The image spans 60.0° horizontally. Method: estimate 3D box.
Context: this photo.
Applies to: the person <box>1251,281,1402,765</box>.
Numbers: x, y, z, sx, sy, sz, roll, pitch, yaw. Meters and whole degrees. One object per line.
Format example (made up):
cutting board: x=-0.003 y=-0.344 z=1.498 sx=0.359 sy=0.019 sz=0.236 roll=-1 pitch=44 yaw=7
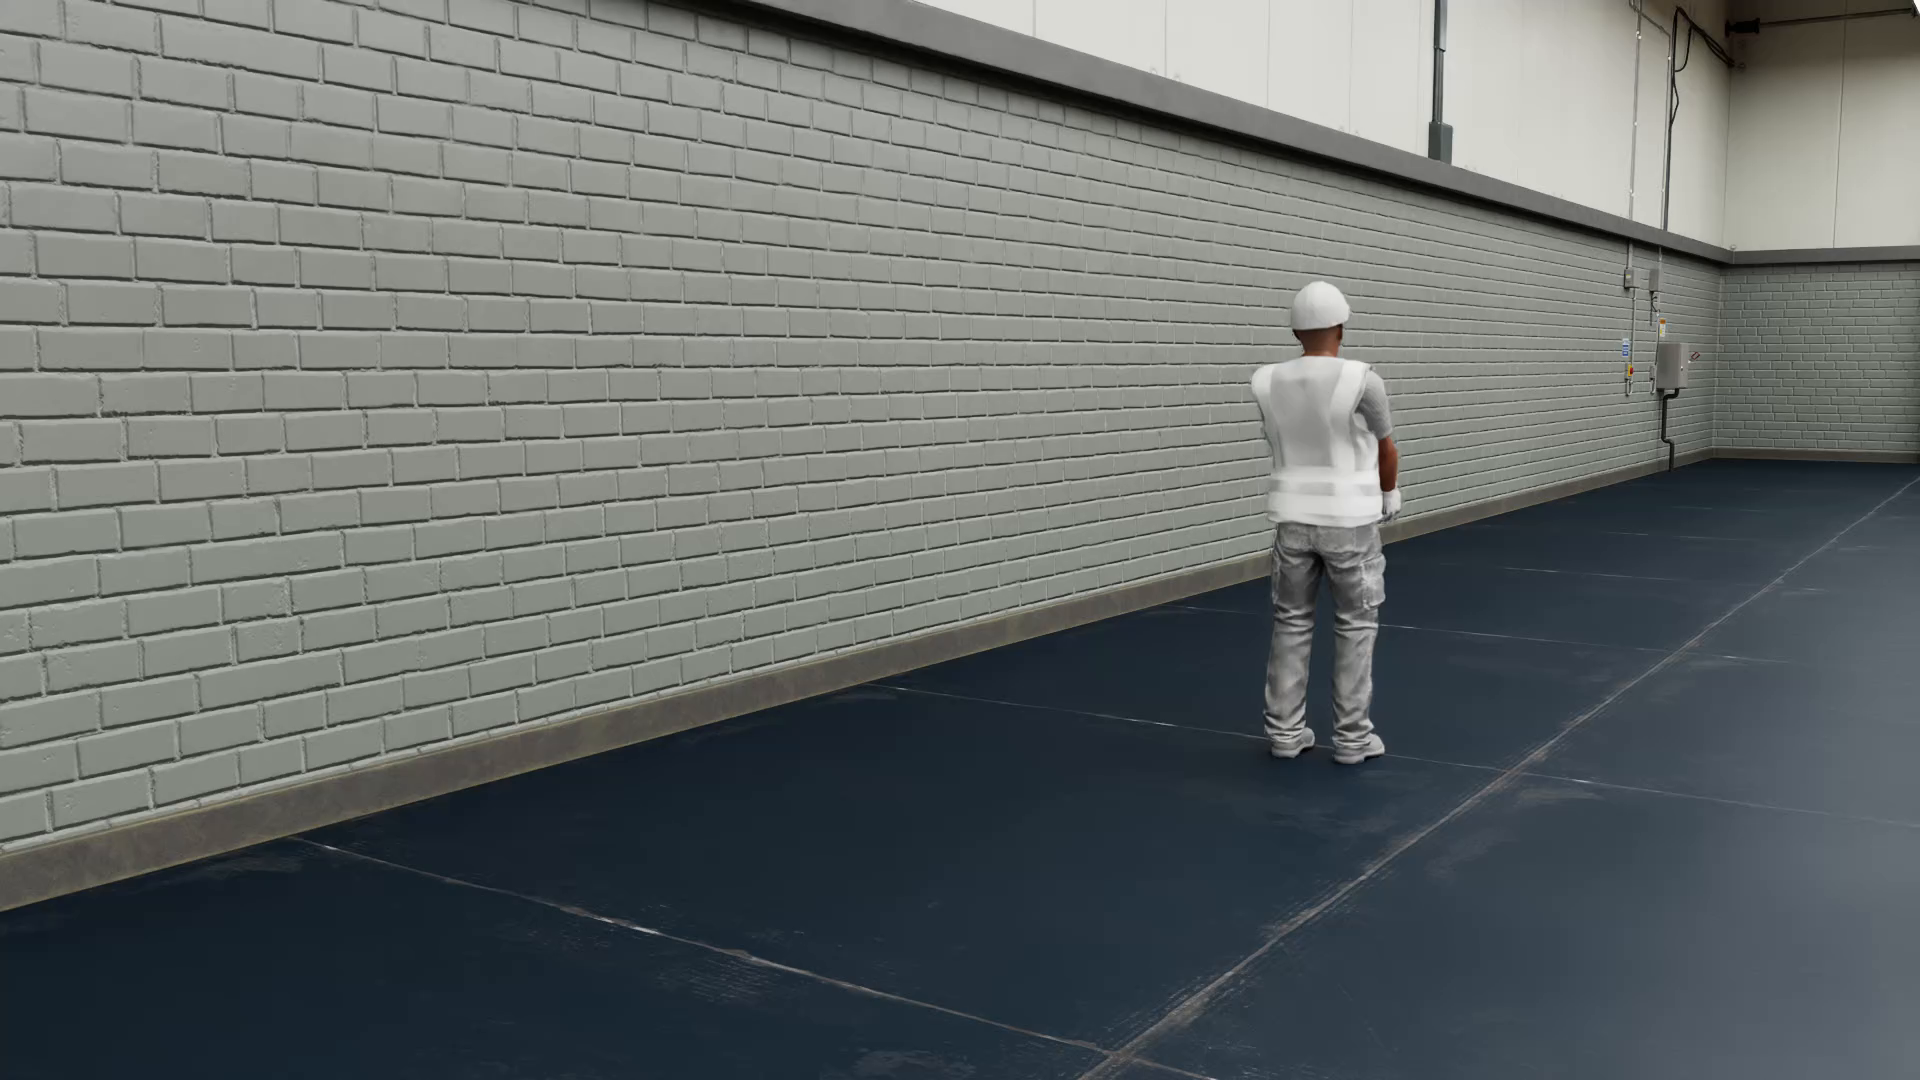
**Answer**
person: x=1.408 y=-0.070 z=6.276 sx=0.495 sy=1.784 sz=0.573 roll=4 pitch=8 yaw=36
